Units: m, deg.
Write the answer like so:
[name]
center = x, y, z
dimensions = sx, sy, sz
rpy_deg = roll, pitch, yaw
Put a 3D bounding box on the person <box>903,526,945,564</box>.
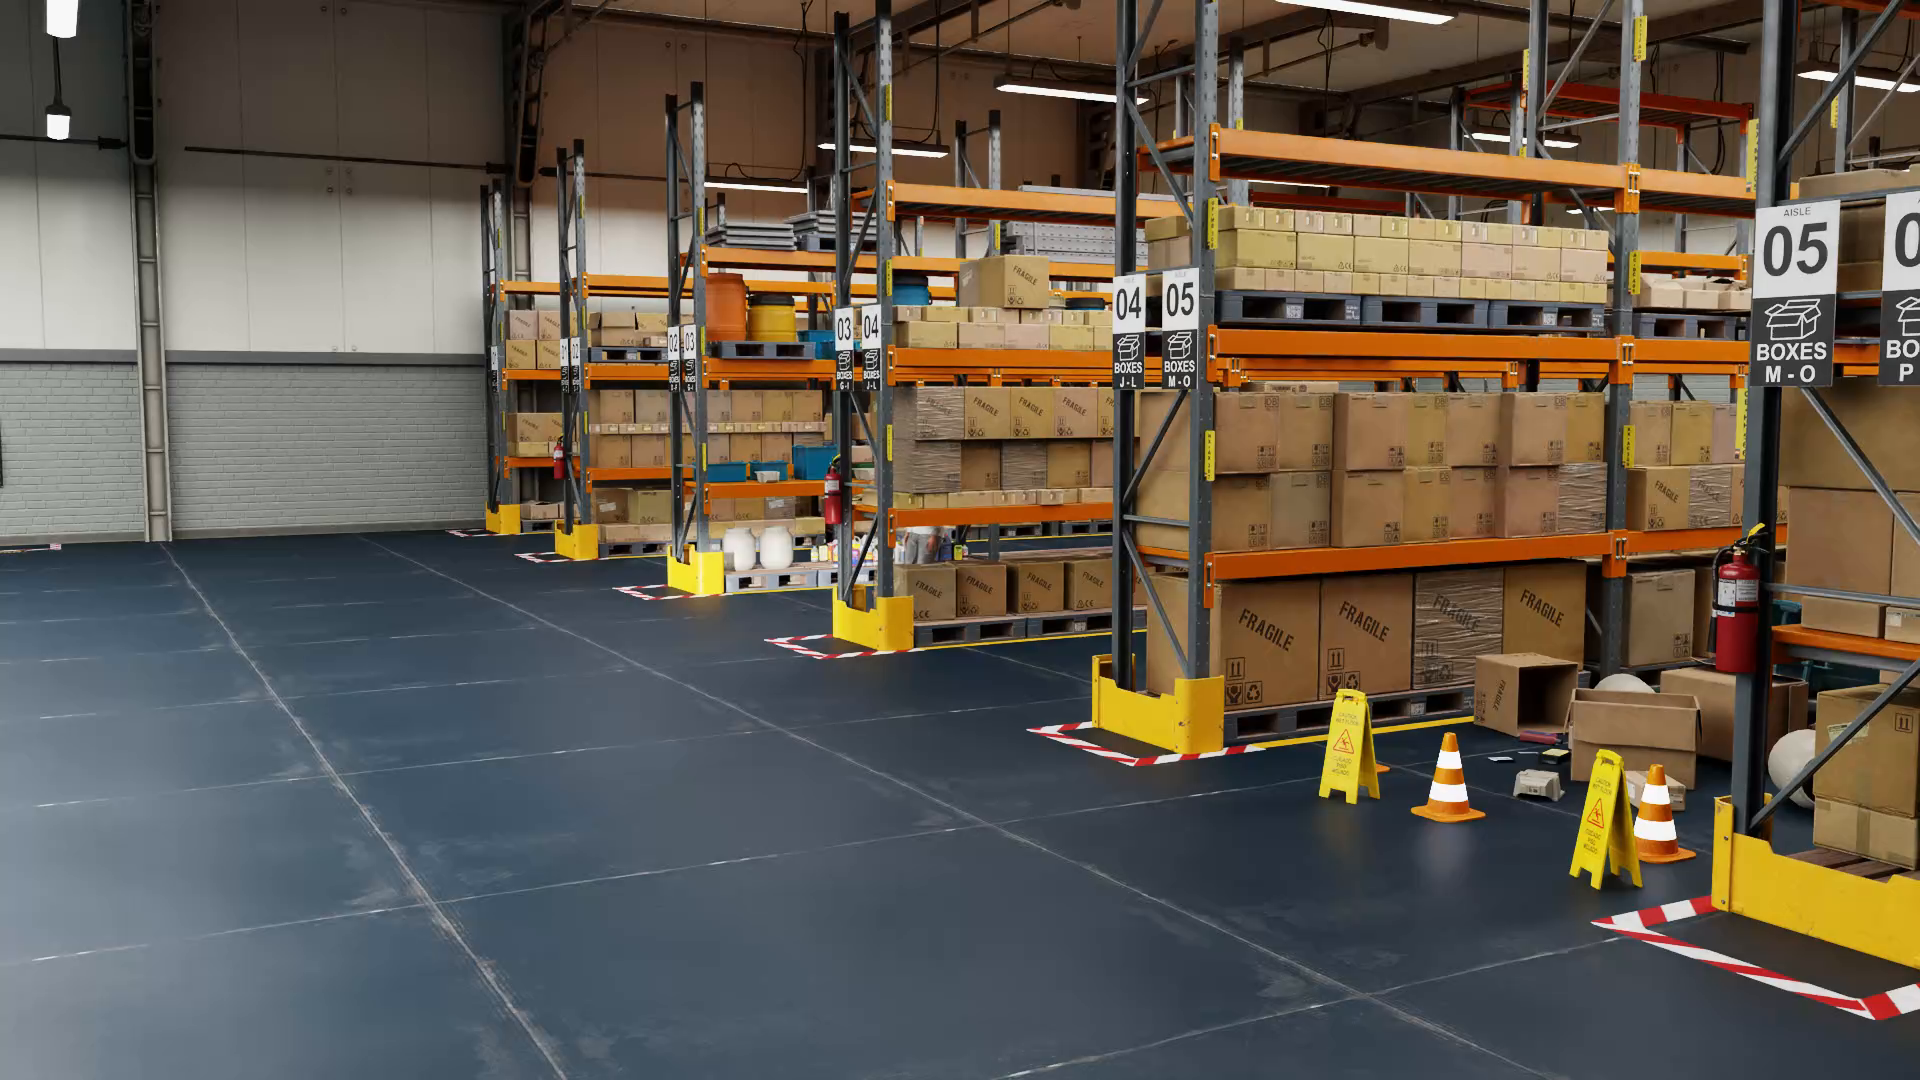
[person]
center = -0.404, -0.045, 17.611
dimensions = 0.465, 1.769, 0.583
rpy_deg = -3, 6, -33
